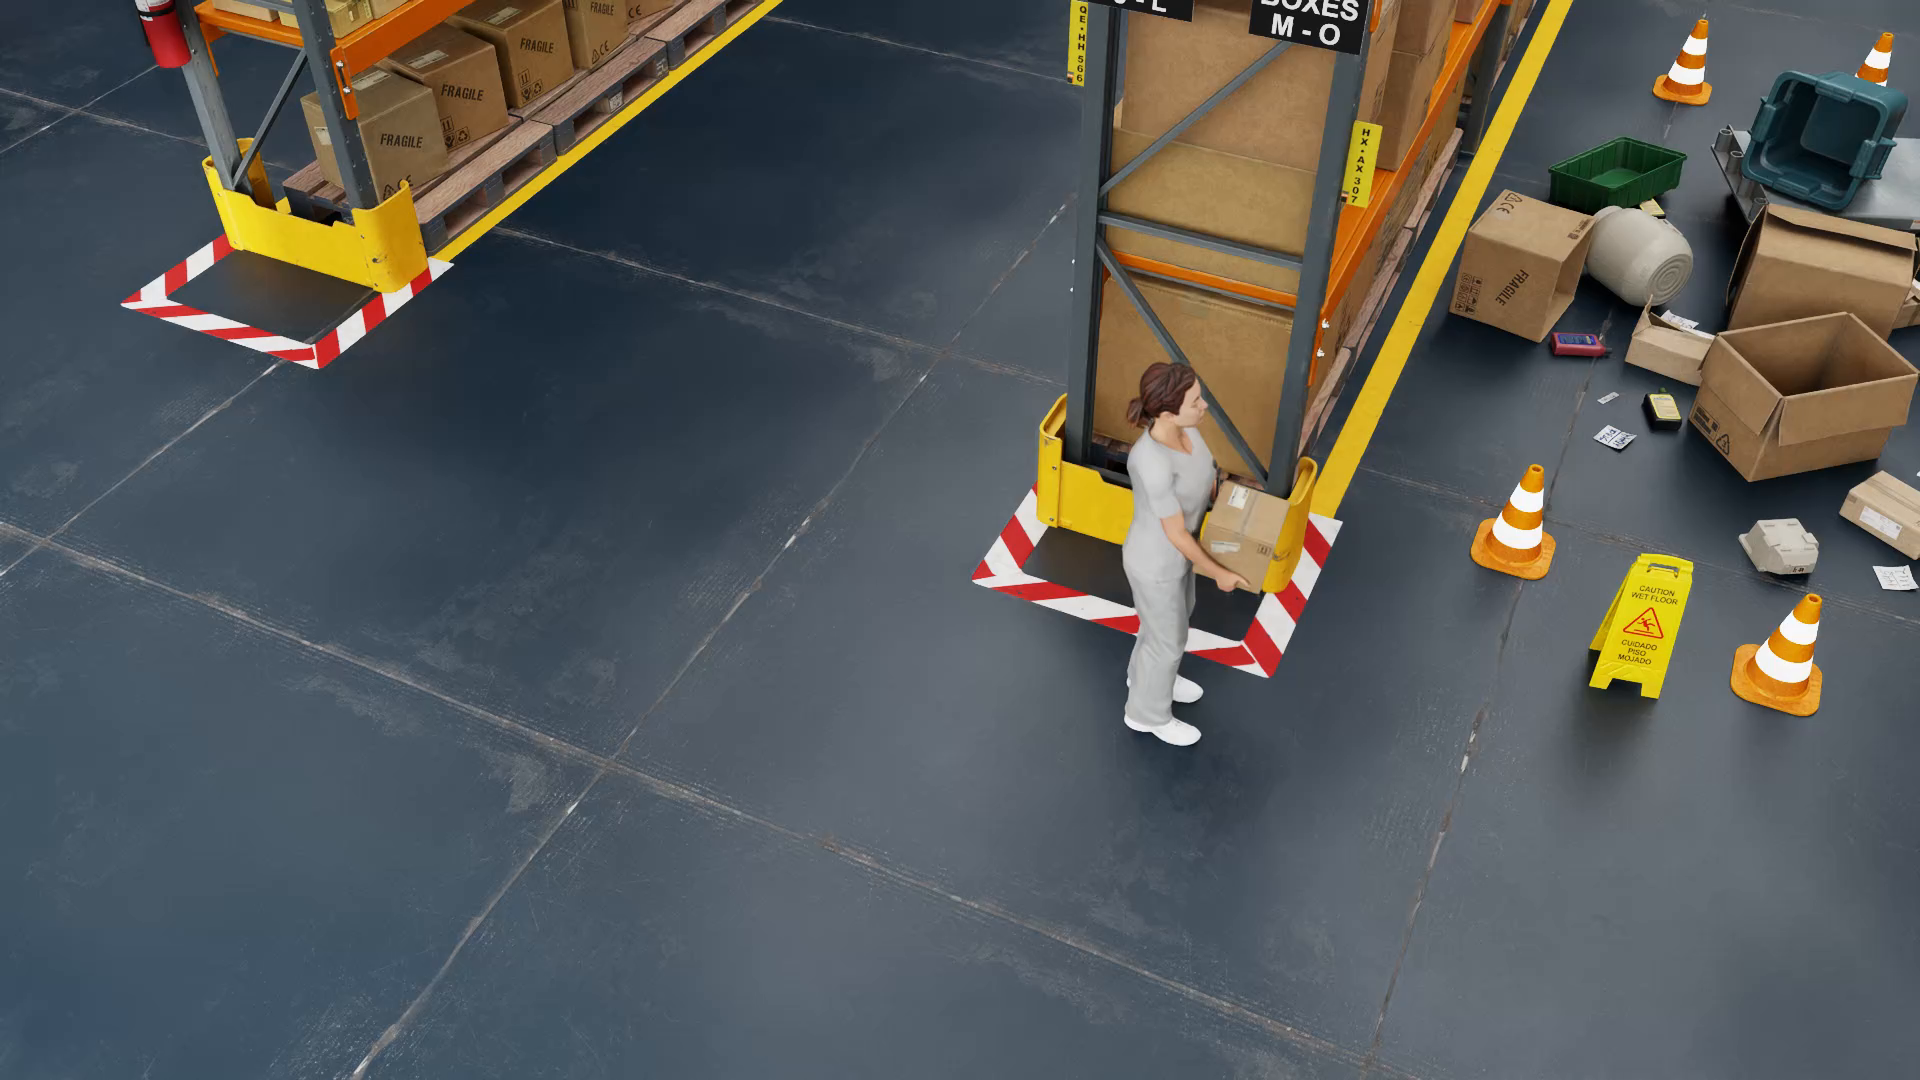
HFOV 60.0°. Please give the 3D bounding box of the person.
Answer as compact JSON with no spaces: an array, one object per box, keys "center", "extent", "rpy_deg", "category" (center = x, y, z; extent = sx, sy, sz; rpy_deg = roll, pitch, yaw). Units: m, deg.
[{"center":[0.822,0.070,6.092],"extent":[0.548,1.667,0.434],"rpy_deg":[14,44,15],"category":"person"}]
